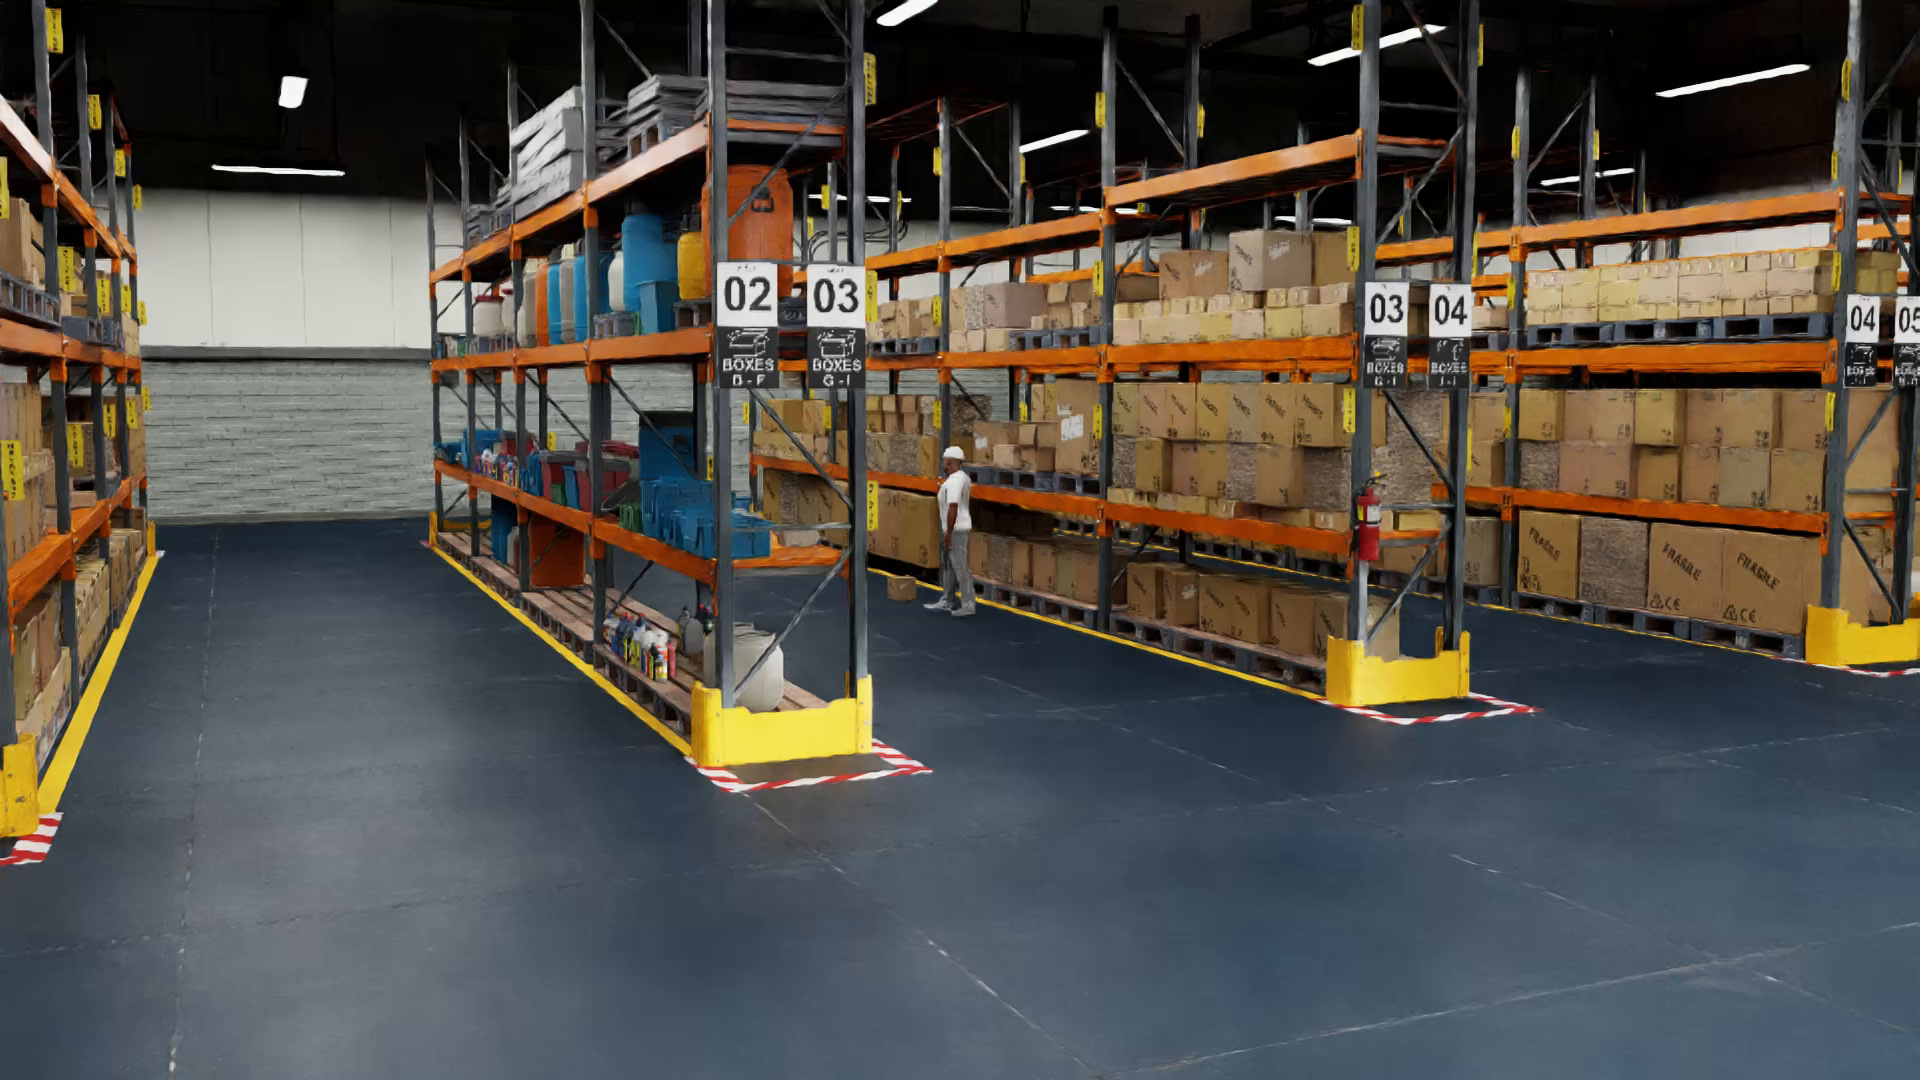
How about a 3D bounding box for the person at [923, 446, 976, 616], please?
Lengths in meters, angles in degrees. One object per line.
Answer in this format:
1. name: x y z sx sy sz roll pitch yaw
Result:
1. person: -0.109 -0.104 17.484 0.572 1.763 0.675 0 5 3
